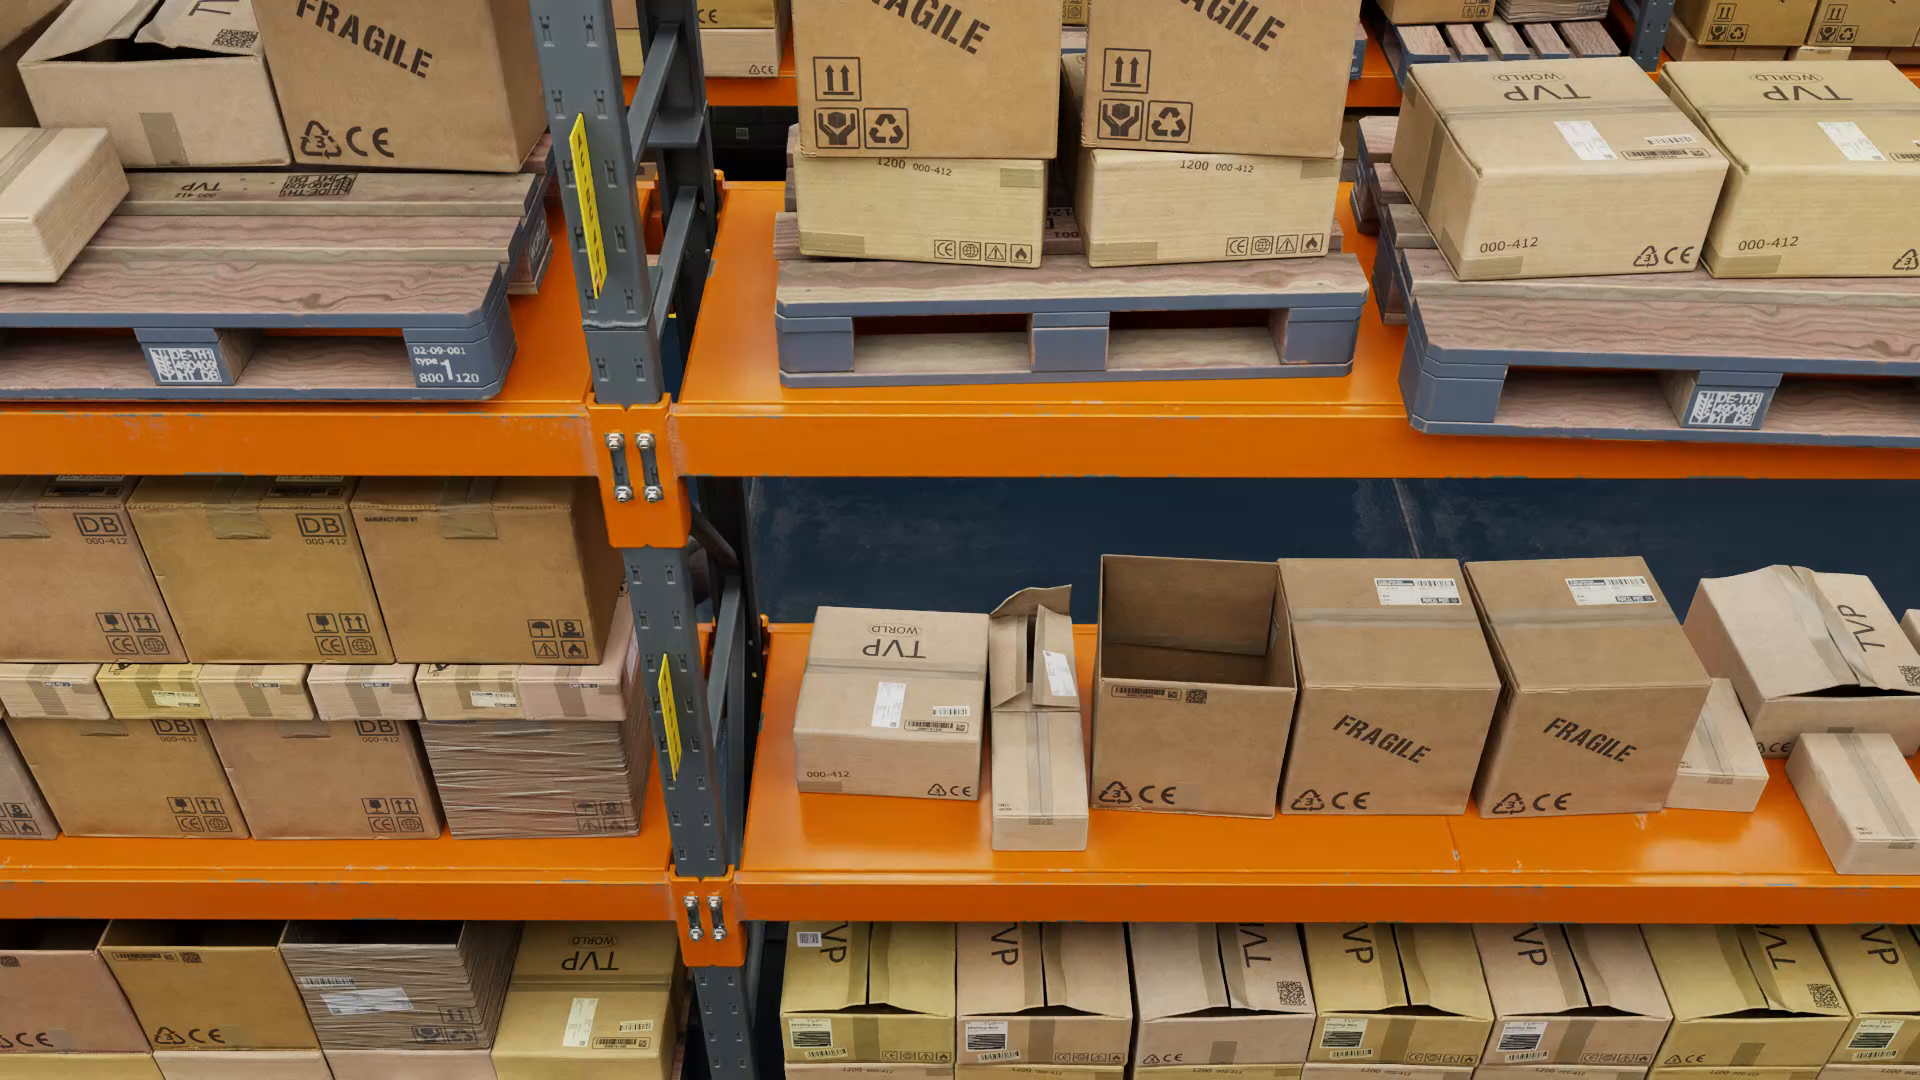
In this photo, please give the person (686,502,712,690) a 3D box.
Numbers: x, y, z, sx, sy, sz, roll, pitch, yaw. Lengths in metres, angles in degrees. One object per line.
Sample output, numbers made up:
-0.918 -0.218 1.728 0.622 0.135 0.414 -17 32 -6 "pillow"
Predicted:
-1.289 0.253 6.478 0.866 0.864 0.465 -2 40 -2 "person"
